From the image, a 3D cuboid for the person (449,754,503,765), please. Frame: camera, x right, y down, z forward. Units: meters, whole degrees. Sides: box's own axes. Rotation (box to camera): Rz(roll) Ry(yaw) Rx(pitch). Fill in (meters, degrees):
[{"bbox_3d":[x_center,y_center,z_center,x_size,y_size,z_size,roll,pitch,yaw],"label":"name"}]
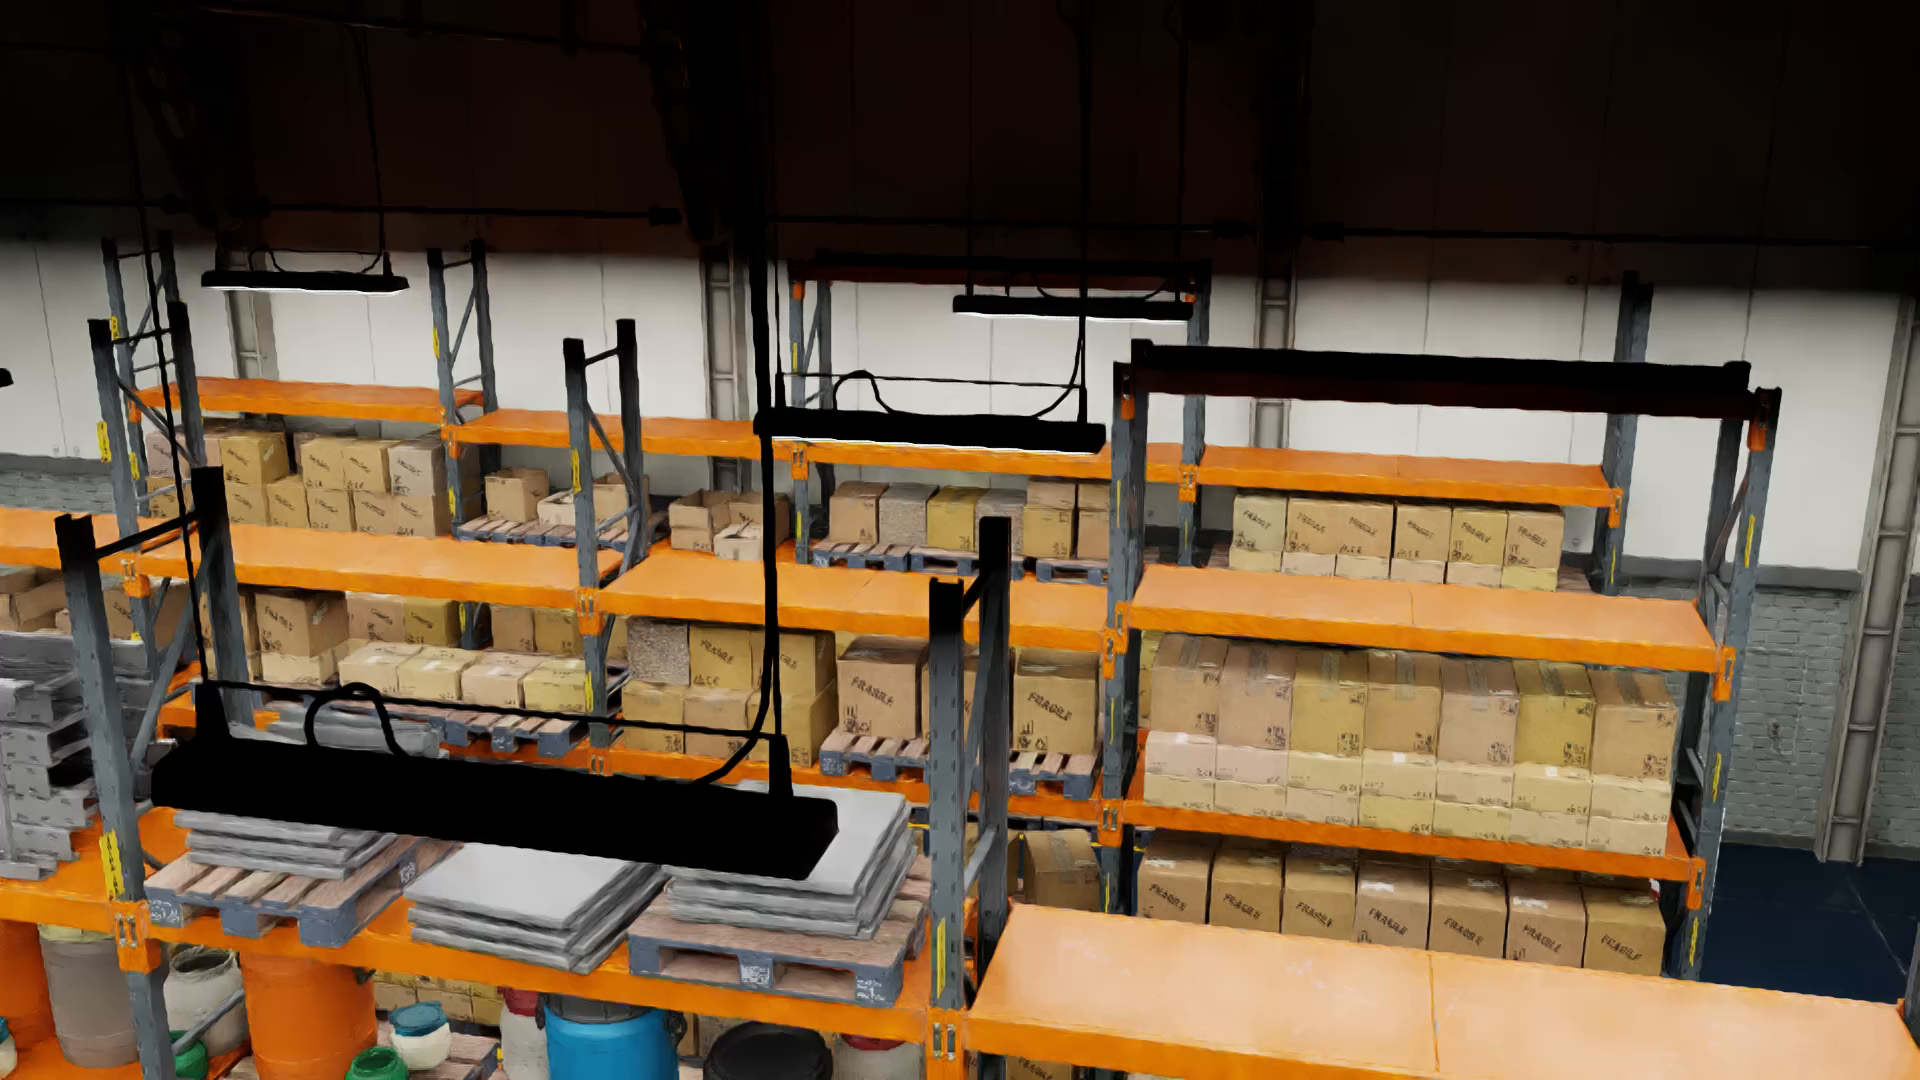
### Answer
[{"bbox_3d":[-4.704,2.608,16.228,0.638,1.785,0.514,-5,17,-16],"label":"person"}]
